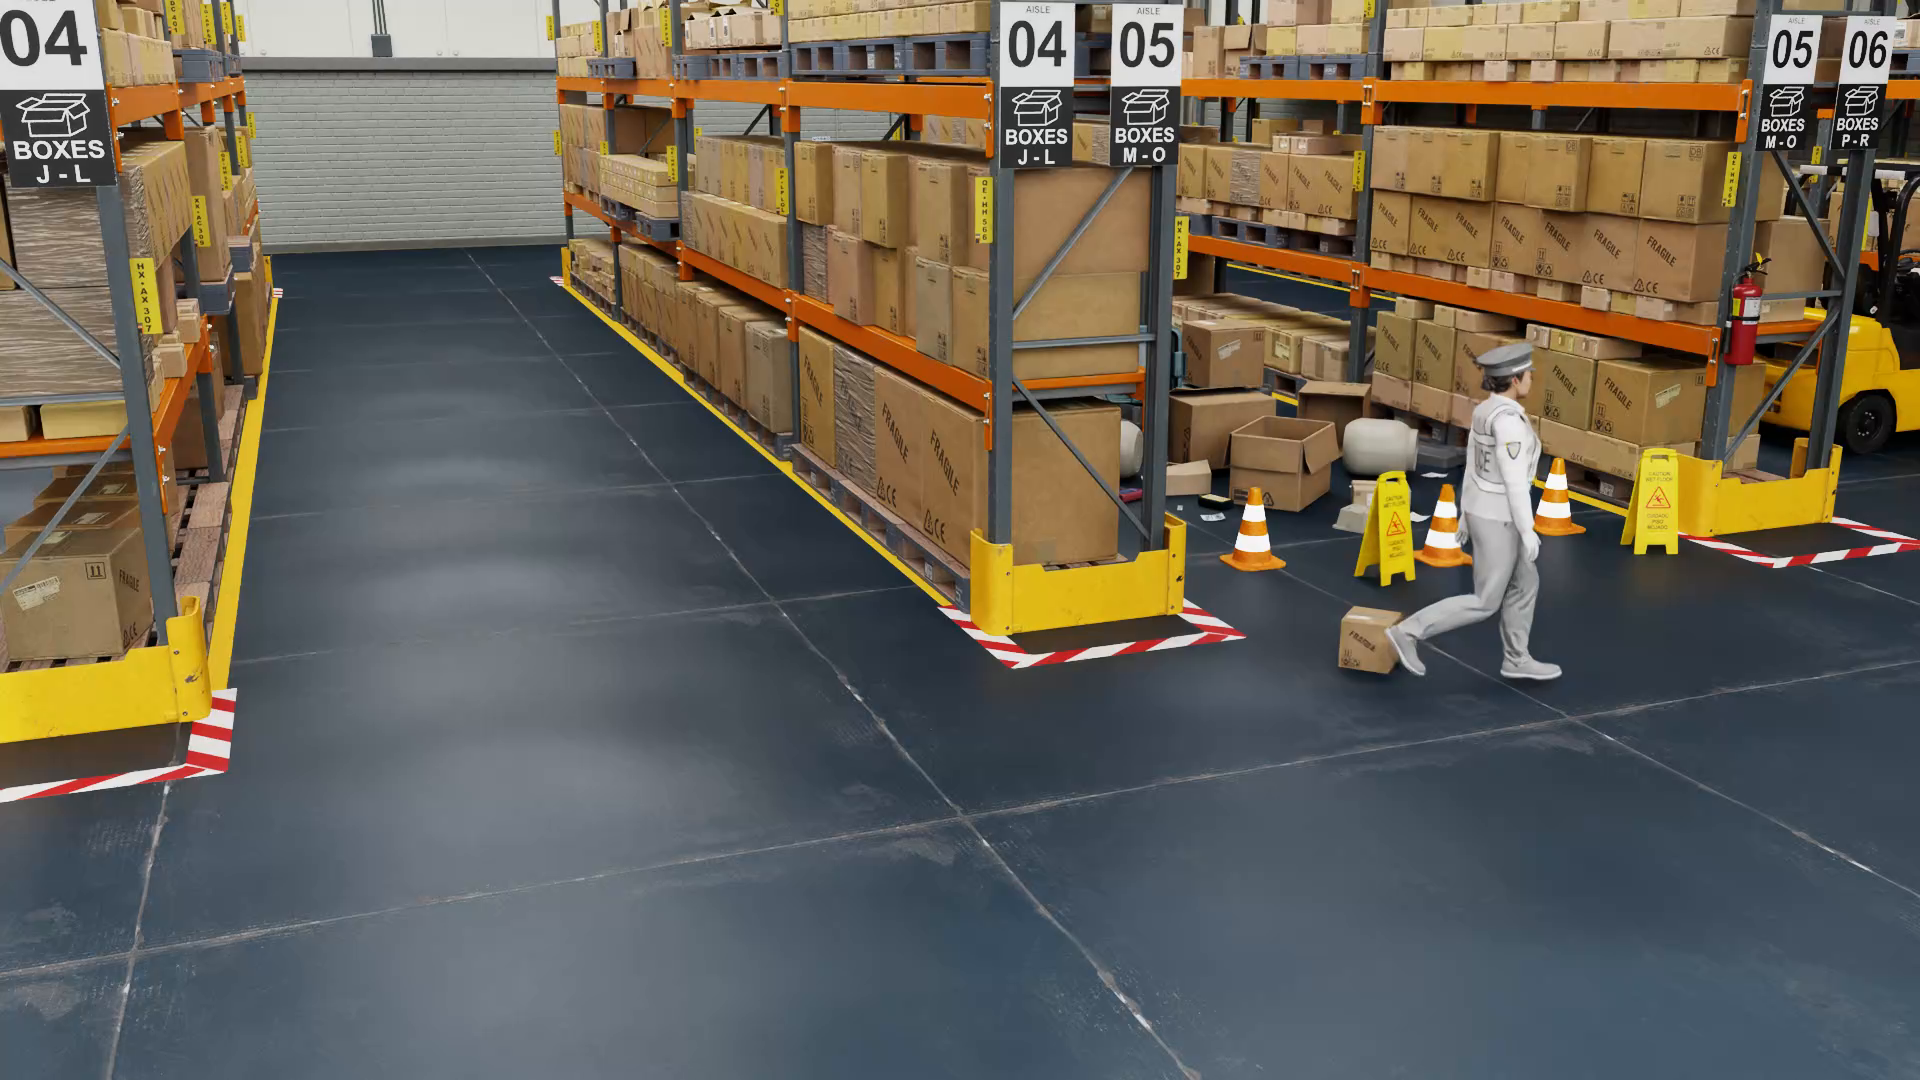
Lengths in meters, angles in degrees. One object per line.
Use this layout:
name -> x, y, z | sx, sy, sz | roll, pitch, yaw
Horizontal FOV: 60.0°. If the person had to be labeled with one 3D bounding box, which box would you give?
person -> 2.479, -0.115, 7.847 | 0.879, 1.639, 0.460 | 2, 16, 6
